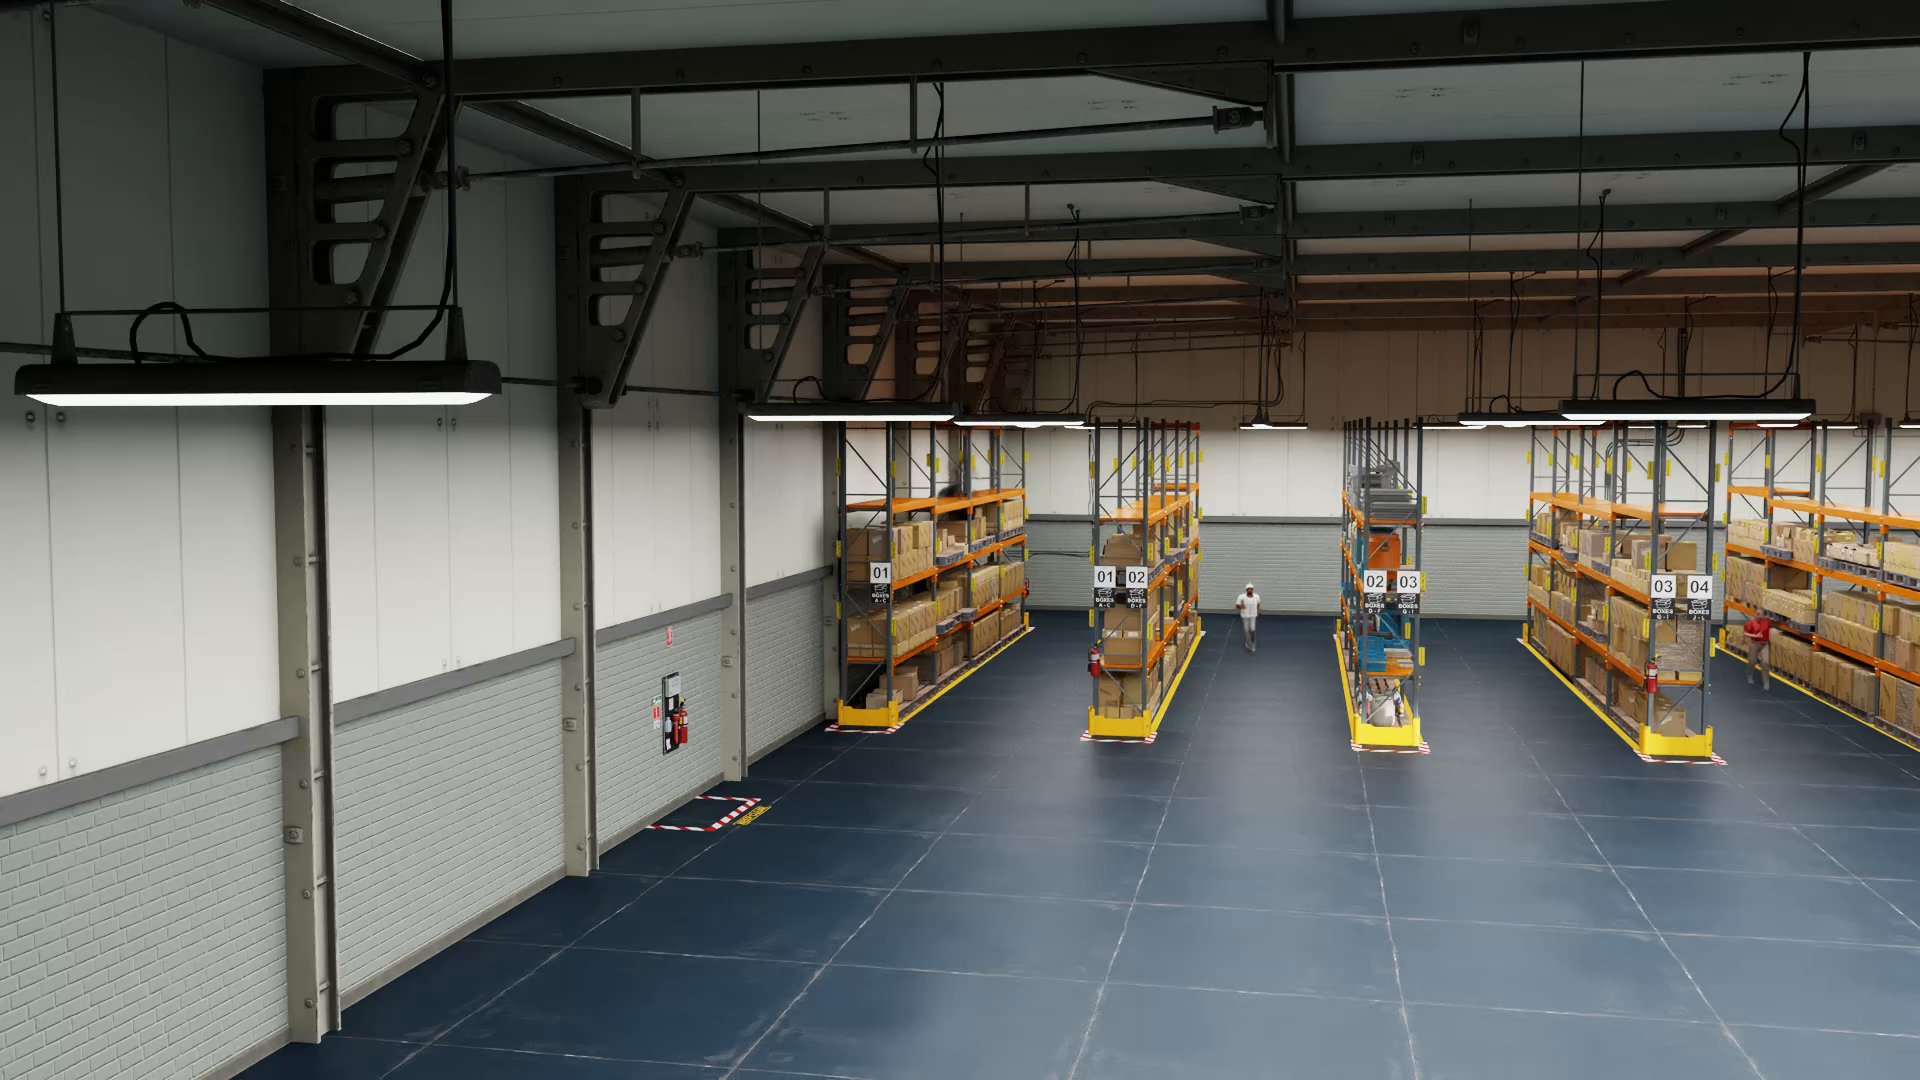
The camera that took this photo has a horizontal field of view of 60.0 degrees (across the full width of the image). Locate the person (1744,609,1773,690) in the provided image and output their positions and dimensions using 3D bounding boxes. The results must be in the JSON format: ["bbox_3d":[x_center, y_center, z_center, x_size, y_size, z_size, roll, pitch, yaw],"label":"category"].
[{"bbox_3d":[17.902,2.424,37.301,0.648,1.763,0.931,1,4,8],"label":"person"}]

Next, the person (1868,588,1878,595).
[{"bbox_3d":[24.674,2.045,44.653,0.739,1.651,0.654,1,4,20],"label":"person"}]

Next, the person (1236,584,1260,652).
[{"bbox_3d":[7.537,2.041,43.445,0.660,1.815,0.734,0,4,3],"label":"person"}]
